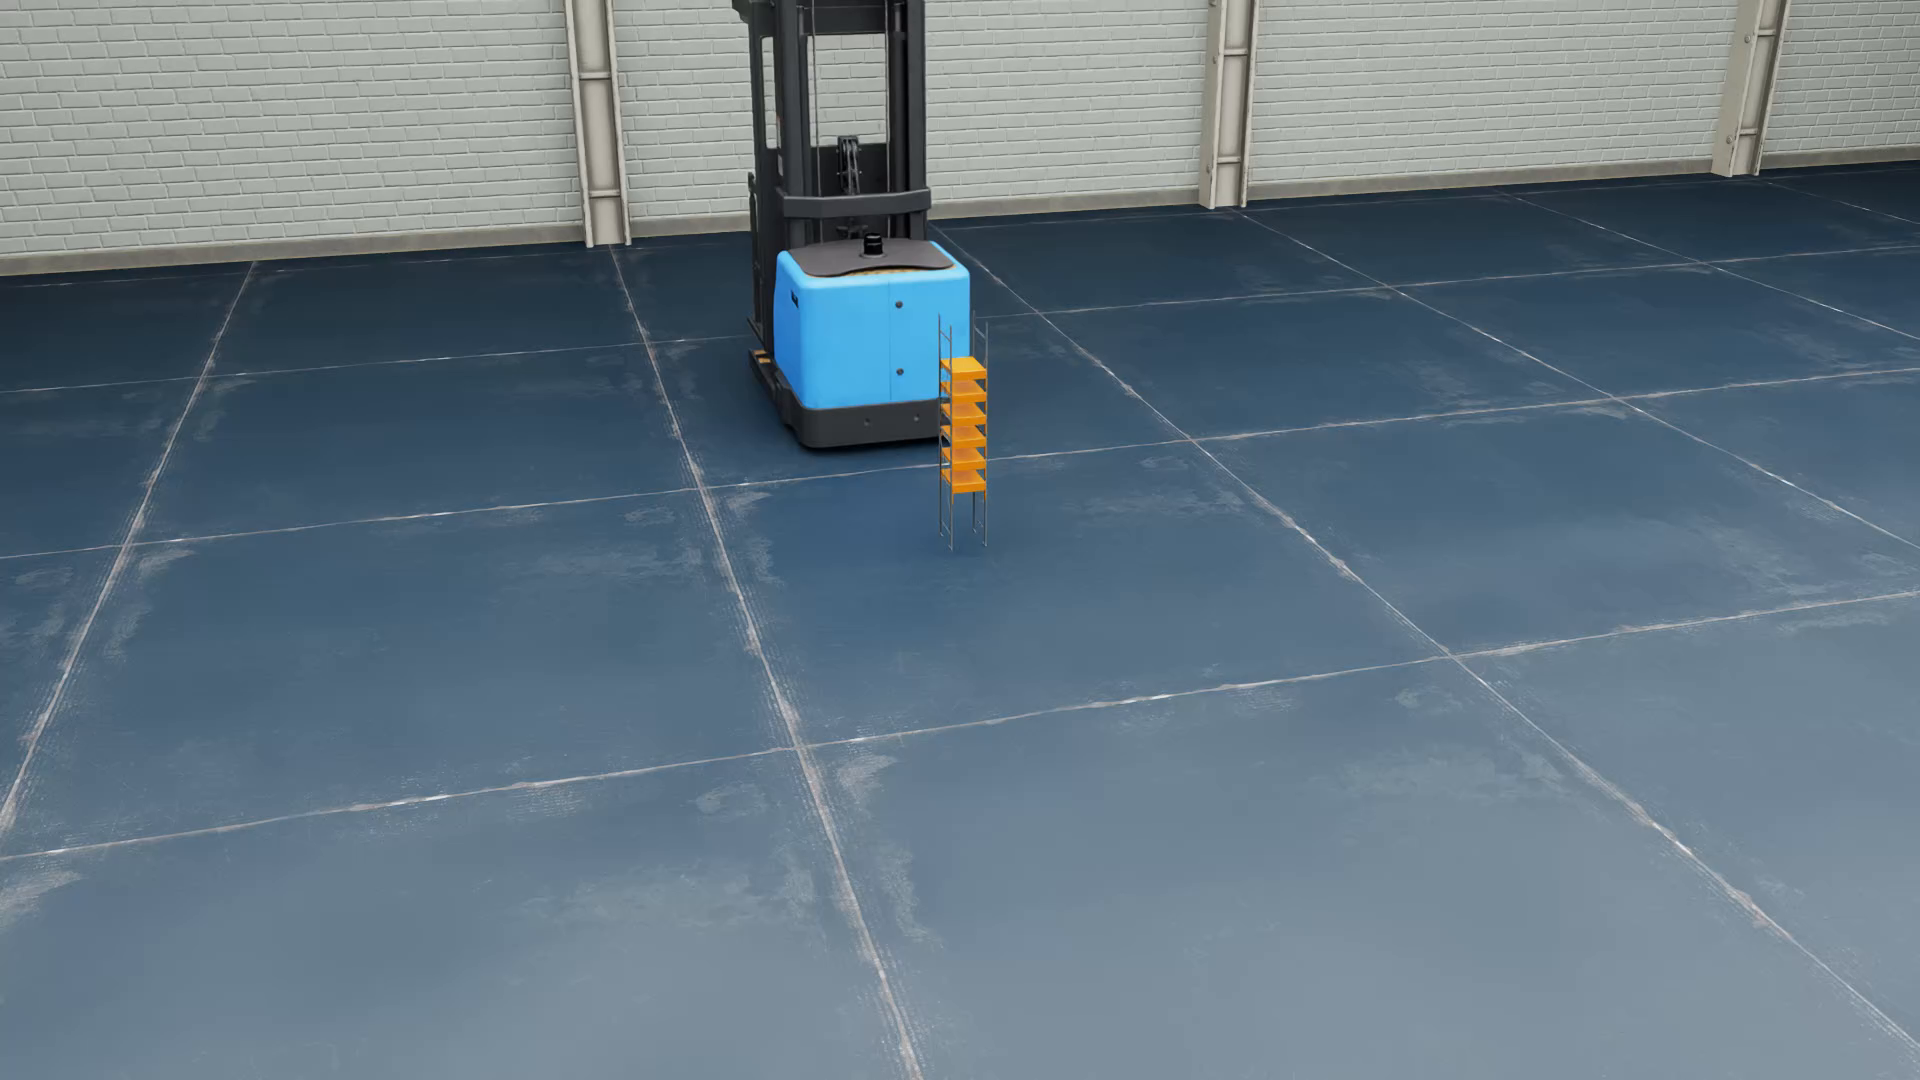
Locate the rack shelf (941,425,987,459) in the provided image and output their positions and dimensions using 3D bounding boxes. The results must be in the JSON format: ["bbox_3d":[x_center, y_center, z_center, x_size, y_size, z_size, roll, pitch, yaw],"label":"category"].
[{"bbox_3d":[0.014,-0.512,8.535,0.180,0.103,0.258,-6,24,-14],"label":"rack shelf"}]

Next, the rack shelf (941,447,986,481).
[{"bbox_3d":[0.014,-0.402,8.582,0.180,0.103,0.258,-6,24,-14],"label":"rack shelf"}]

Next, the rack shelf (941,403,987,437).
[{"bbox_3d":[0.014,-0.622,8.487,0.180,0.103,0.258,-6,24,-14],"label":"rack shelf"}]

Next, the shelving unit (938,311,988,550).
[{"bbox_3d":[0.014,-0.553,8.517,0.189,1.200,0.258,-6,24,-14],"label":"shelving unit"}]

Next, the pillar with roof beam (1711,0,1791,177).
[{"bbox_3d":[9.537,-6.469,12.413,0.400,9.000,9.100,-6,24,-14],"label":"pillar with roof beam"}]

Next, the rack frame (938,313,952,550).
[{"bbox_3d":[-0.074,-0.543,8.494,0.006,1.200,0.240,-6,24,-14],"label":"rack frame"}]

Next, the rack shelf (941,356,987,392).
[{"bbox_3d":[0.014,-0.843,8.393,0.180,0.103,0.258,-6,24,-14],"label":"rack shelf"}]

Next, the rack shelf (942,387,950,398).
[{"bbox_3d":[0.014,-0.751,8.432,0.166,0.020,0.199,-6,24,-14],"label":"rack shelf"}]

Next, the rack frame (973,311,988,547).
[{"bbox_3d":[0.102,-0.563,8.540,0.006,1.200,0.240,-6,24,-14],"label":"rack frame"}]

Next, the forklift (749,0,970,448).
[{"bbox_3d":[-0.818,-2.446,10.734,1.130,2.935,3.031,-6,24,-14],"label":"forklift"}]
